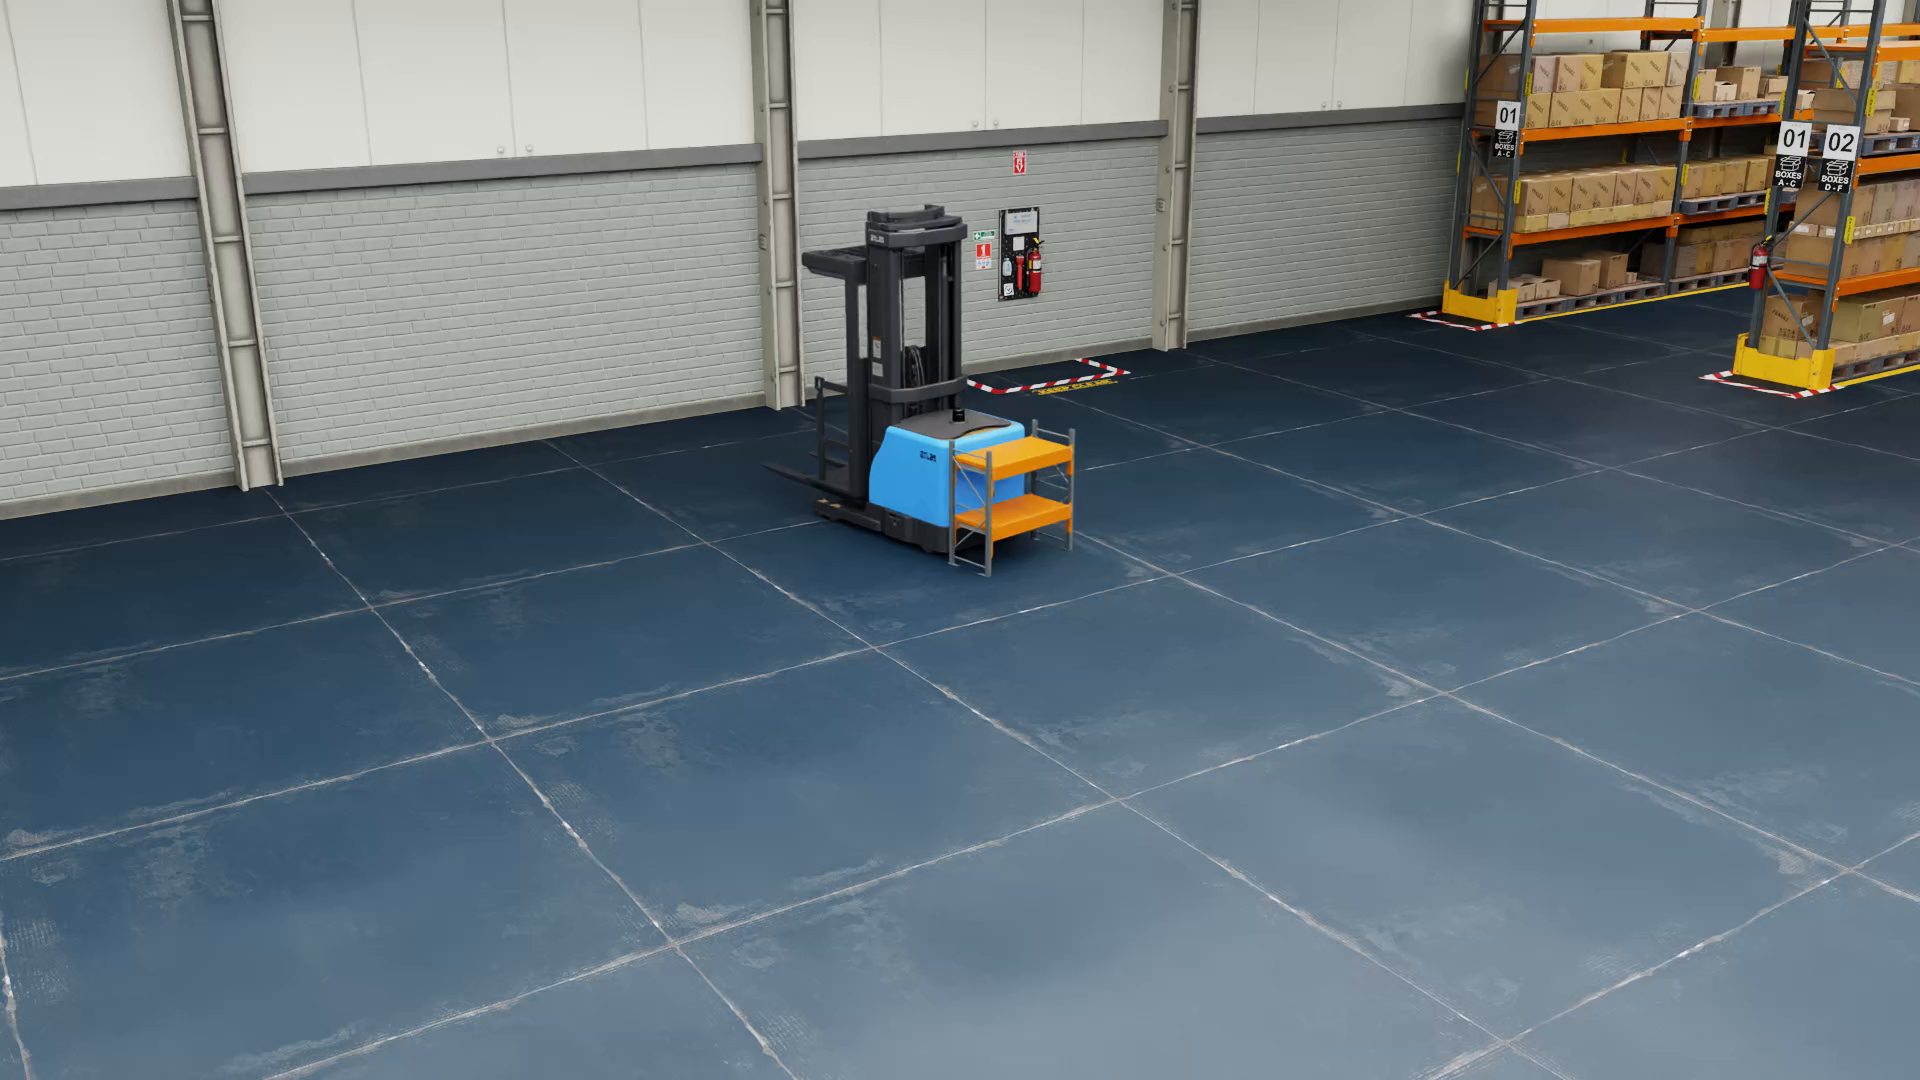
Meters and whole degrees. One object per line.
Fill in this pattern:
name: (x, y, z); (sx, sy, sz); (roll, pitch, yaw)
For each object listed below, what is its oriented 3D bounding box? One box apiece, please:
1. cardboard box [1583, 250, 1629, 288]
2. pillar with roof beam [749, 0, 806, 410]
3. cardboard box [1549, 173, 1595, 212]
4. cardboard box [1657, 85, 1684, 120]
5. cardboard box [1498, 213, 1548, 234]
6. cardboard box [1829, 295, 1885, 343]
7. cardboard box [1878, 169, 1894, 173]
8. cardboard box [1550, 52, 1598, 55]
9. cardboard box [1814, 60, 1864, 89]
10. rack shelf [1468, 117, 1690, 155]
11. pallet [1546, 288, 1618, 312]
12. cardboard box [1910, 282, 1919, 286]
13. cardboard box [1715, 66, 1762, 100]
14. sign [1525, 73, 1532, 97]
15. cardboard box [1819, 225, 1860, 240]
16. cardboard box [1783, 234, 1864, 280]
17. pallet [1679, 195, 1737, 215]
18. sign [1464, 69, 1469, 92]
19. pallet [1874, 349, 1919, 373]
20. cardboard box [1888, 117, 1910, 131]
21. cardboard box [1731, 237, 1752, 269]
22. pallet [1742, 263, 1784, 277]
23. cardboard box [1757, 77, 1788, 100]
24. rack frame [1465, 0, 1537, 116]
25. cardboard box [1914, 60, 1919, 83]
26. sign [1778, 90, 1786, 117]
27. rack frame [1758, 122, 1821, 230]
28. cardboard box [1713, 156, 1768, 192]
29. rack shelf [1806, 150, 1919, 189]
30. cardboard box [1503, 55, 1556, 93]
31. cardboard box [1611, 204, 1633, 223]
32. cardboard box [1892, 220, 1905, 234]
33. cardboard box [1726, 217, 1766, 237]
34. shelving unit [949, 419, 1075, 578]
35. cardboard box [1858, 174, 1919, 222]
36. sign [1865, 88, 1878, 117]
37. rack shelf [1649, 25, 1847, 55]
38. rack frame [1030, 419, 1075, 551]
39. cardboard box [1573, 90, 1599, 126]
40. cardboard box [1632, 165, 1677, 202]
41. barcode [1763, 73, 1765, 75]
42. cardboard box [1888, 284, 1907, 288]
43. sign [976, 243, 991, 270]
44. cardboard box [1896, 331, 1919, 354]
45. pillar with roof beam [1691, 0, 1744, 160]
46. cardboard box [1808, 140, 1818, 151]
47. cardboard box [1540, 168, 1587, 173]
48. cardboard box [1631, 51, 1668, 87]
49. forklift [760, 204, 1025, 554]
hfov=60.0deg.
cardboard box: (10.302, -4.337, 26.606); (0.500, 0.500, 0.500); (-14, 23, -35)
pillar with roof beam: (0.261, -4.733, 15.194); (0.400, 9.000, 9.100); (-12, 22, -31)
cardboard box: (9.223, -5.273, 25.190); (0.500, 0.500, 0.500); (-13, 22, -33)
cardboard box: (10.859, -6.829, 25.889); (0.500, 0.500, 0.500); (-11, 22, -30)
cardboard box: (8.388, -4.741, 24.788); (0.500, 0.250, 0.500); (-13, 22, -33)
cardboard box: (11.520, -2.852, 21.465); (0.500, 0.500, 0.500); (-12, 22, -31)
cardboard box: (16.322, -6.696, 29.717); (0.500, 0.500, 0.500); (-11, 22, -30)
cardboard box: (9.320, -7.166, 25.324); (0.500, 0.500, 0.500); (-12, 22, -31)
cardboard box: (15.275, -8.096, 28.981); (0.500, 0.500, 0.700); (-13, 23, -34)
rack shelf: (9.477, -6.234, 25.441); (4.000, 0.370, 1.077); (-12, 22, -31)
pallet: (9.586, -3.841, 26.277); (1.213, 0.211, 1.003); (-12, 22, -31)
cardboard box: (13.183, -3.208, 22.518); (0.500, 0.500, 0.500); (-12, 22, -31)
cardboard box: (12.677, -7.466, 27.149); (0.500, 0.500, 0.500); (-13, 23, -33)
sign: (8.105, -6.492, 23.715); (0.005, 0.325, 0.100); (-12, 22, -31)
cardboard box: (10.980, -3.843, 20.761); (0.250, 0.149, 0.380); (-12, 22, -32)
cardboard box: (10.931, -3.603, 21.064); (0.500, 0.500, 0.700); (-12, 22, -31)
pallet: (11.865, -5.511, 27.162); (1.213, 0.211, 1.003); (-12, 22, -31)
sign: (7.518, -6.794, 24.592); (0.005, 0.325, 0.100); (-12, 22, -31)
pallet: (12.167, -2.516, 22.357); (1.213, 0.211, 1.003); (-12, 22, -31)
cardboard box: (11.613, -5.205, 20.790); (0.250, 0.149, 0.380); (-12, 22, -31)
cardboard box: (13.021, -4.940, 28.388); (0.500, 0.500, 0.700); (-12, 22, -32)
pallet: (13.834, -4.753, 28.973); (1.213, 0.211, 1.003); (-12, 22, -31)
cardboard box: (13.354, -7.487, 27.830); (0.637, 0.503, 0.797); (-9, 20, -24)
rack frame: (7.806, -7.644, 23.803); (0.127, 3.000, 1.000); (-12, 22, -31)
cardboard box: (17.033, -8.466, 30.078); (0.500, 0.500, 0.700); (-13, 23, -34)
sign: (10.247, -5.428, 20.674); (0.005, 0.325, 0.100); (-12, 22, -31)
rack frame: (14.488, -6.211, 28.932); (0.127, 3.000, 1.000); (-12, 22, -31)
cardboard box: (13.072, -6.156, 27.926); (0.500, 0.500, 0.700); (-12, 22, -31)
rack shelf: (12.204, -4.910, 21.524); (4.000, 0.370, 1.077); (-12, 22, -31)
cardboard box: (8.261, -6.756, 24.113); (0.500, 0.500, 0.500); (-14, 23, -35)
cardboard box: (10.086, -5.102, 25.855); (0.500, 0.250, 0.500); (-12, 22, -32)
cardboard box: (11.841, -4.026, 21.300); (0.250, 0.149, 0.380); (-13, 23, -33)
cardboard box: (13.404, -5.366, 28.478); (0.500, 0.250, 0.500); (-11, 22, -30)
shelving unit: (0.457, -0.379, 14.609); (1.048, 1.125, 0.538); (-17, 25, -40)
cardboard box: (11.832, -4.410, 21.425); (0.500, 0.500, 0.700); (-12, 22, -31)
sign: (10.834, -5.200, 19.772); (0.005, 0.325, 0.100); (-12, 22, -31)
rack shelf: (12.817, -8.170, 27.109); (4.000, 0.370, 1.077); (-12, 22, -31)
rack frame: (0.828, -0.490, 14.939); (0.032, 1.125, 0.500); (-17, 25, -40)
cardboard box: (9.123, -6.449, 24.766); (0.500, 0.500, 0.500); (-11, 21, -29)
cardboard box: (10.922, -5.634, 26.258); (0.500, 0.500, 0.500); (-12, 22, -32)
barcode: (13.837, -8.003, 28.614); (0.075, 0.075, 0.001); (-12, 22, -31)
cardboard box: (12.480, -3.259, 22.669); (0.500, 0.500, 0.500); (-12, 22, -31)
sign: (0.301, -3.621, 21.218); (0.234, 0.329, 0.001); (-12, 22, -31)
cardboard box: (12.358, -2.672, 22.104); (0.500, 0.250, 0.500); (-12, 22, -31)
pillar with roof beam: (15.294, -7.904, 24.572); (0.400, 9.000, 9.100); (-12, 22, -31)
cardboard box: (15.033, -6.780, 28.793); (0.500, 0.250, 0.500); (-11, 22, -30)
cardboard box: (9.359, -5.502, 25.868); (0.500, 0.500, 0.500); (-12, 22, -31)
cardboard box: (10.423, -7.197, 25.417); (0.500, 0.500, 0.500); (-11, 21, -28)
forklift: (-0.762, -1.663, 15.588); (1.130, 2.935, 3.031); (-16, 25, -40)
